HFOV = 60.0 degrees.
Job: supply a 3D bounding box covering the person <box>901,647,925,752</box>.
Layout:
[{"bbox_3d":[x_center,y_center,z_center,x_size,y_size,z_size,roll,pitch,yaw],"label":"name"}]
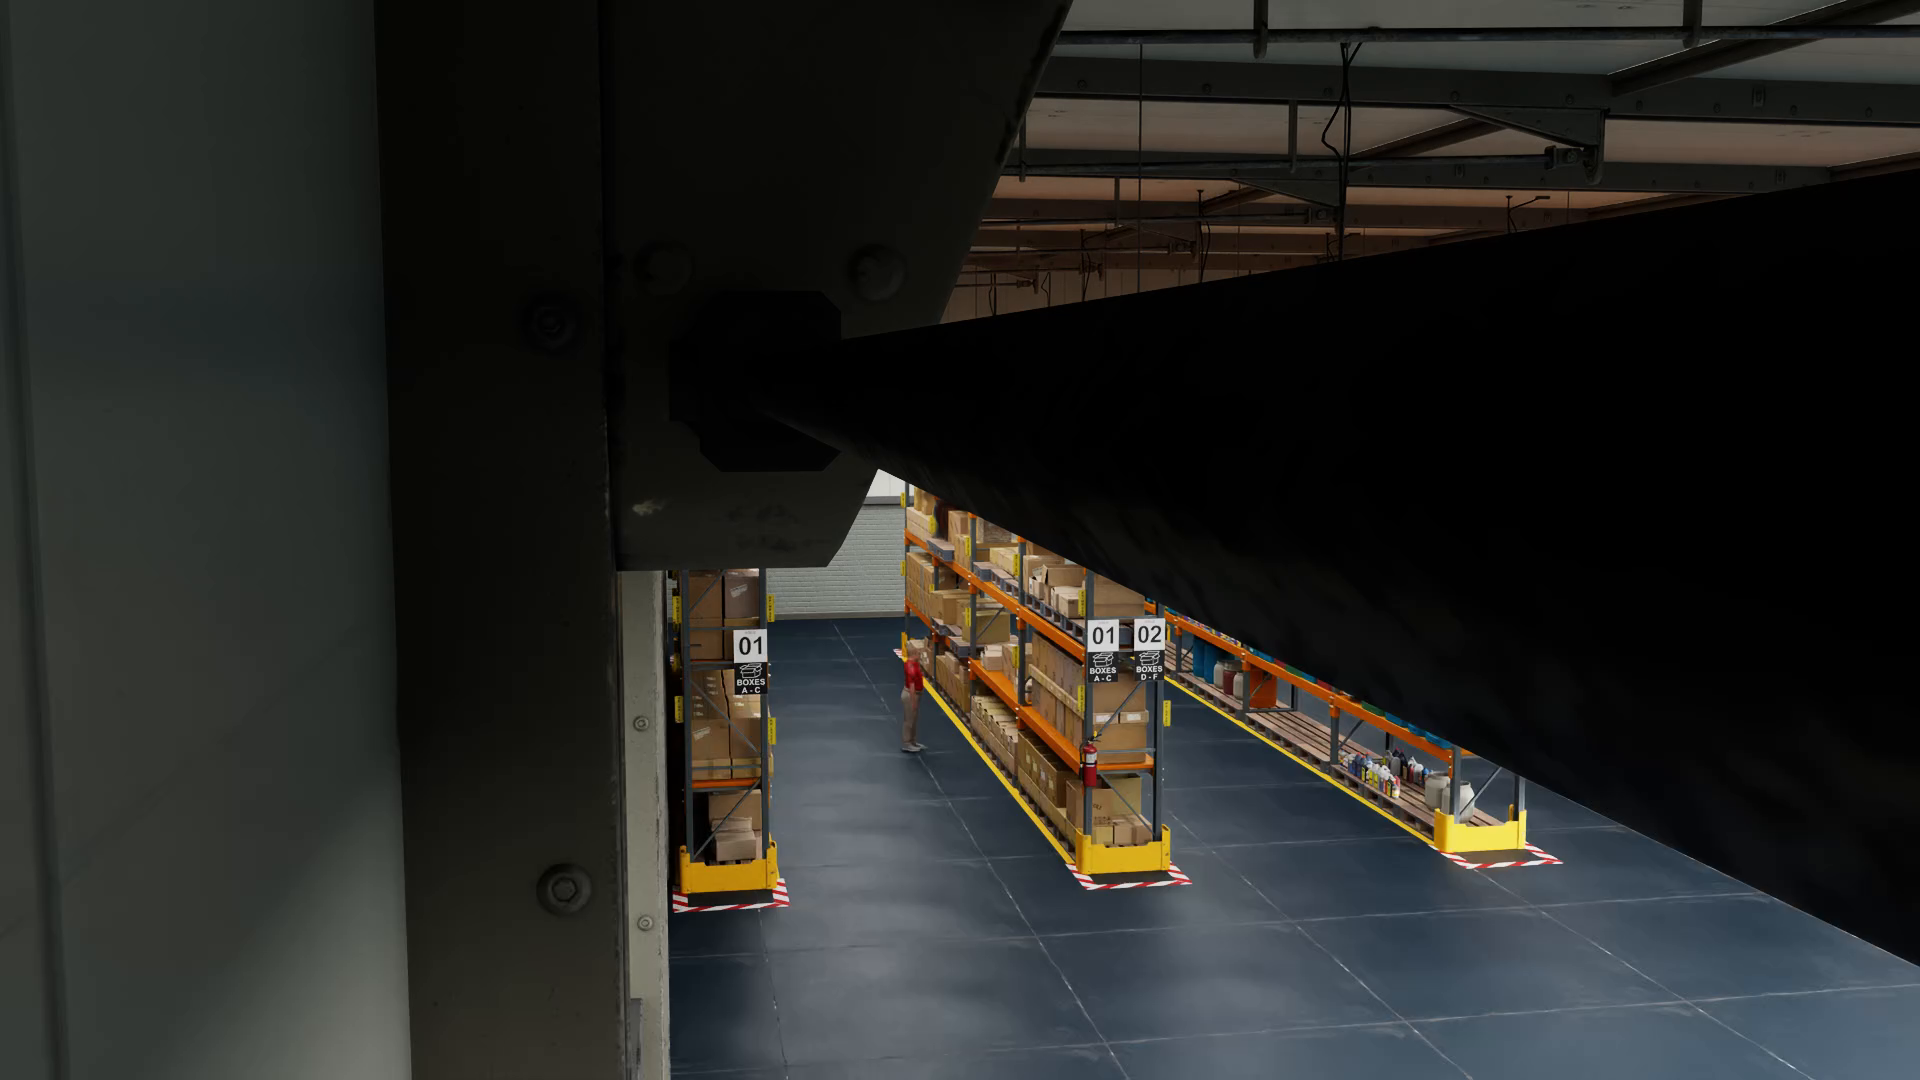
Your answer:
[{"bbox_3d":[-0.775,2.621,27.460,0.396,1.737,0.554,0,6,-4],"label":"person"}]
